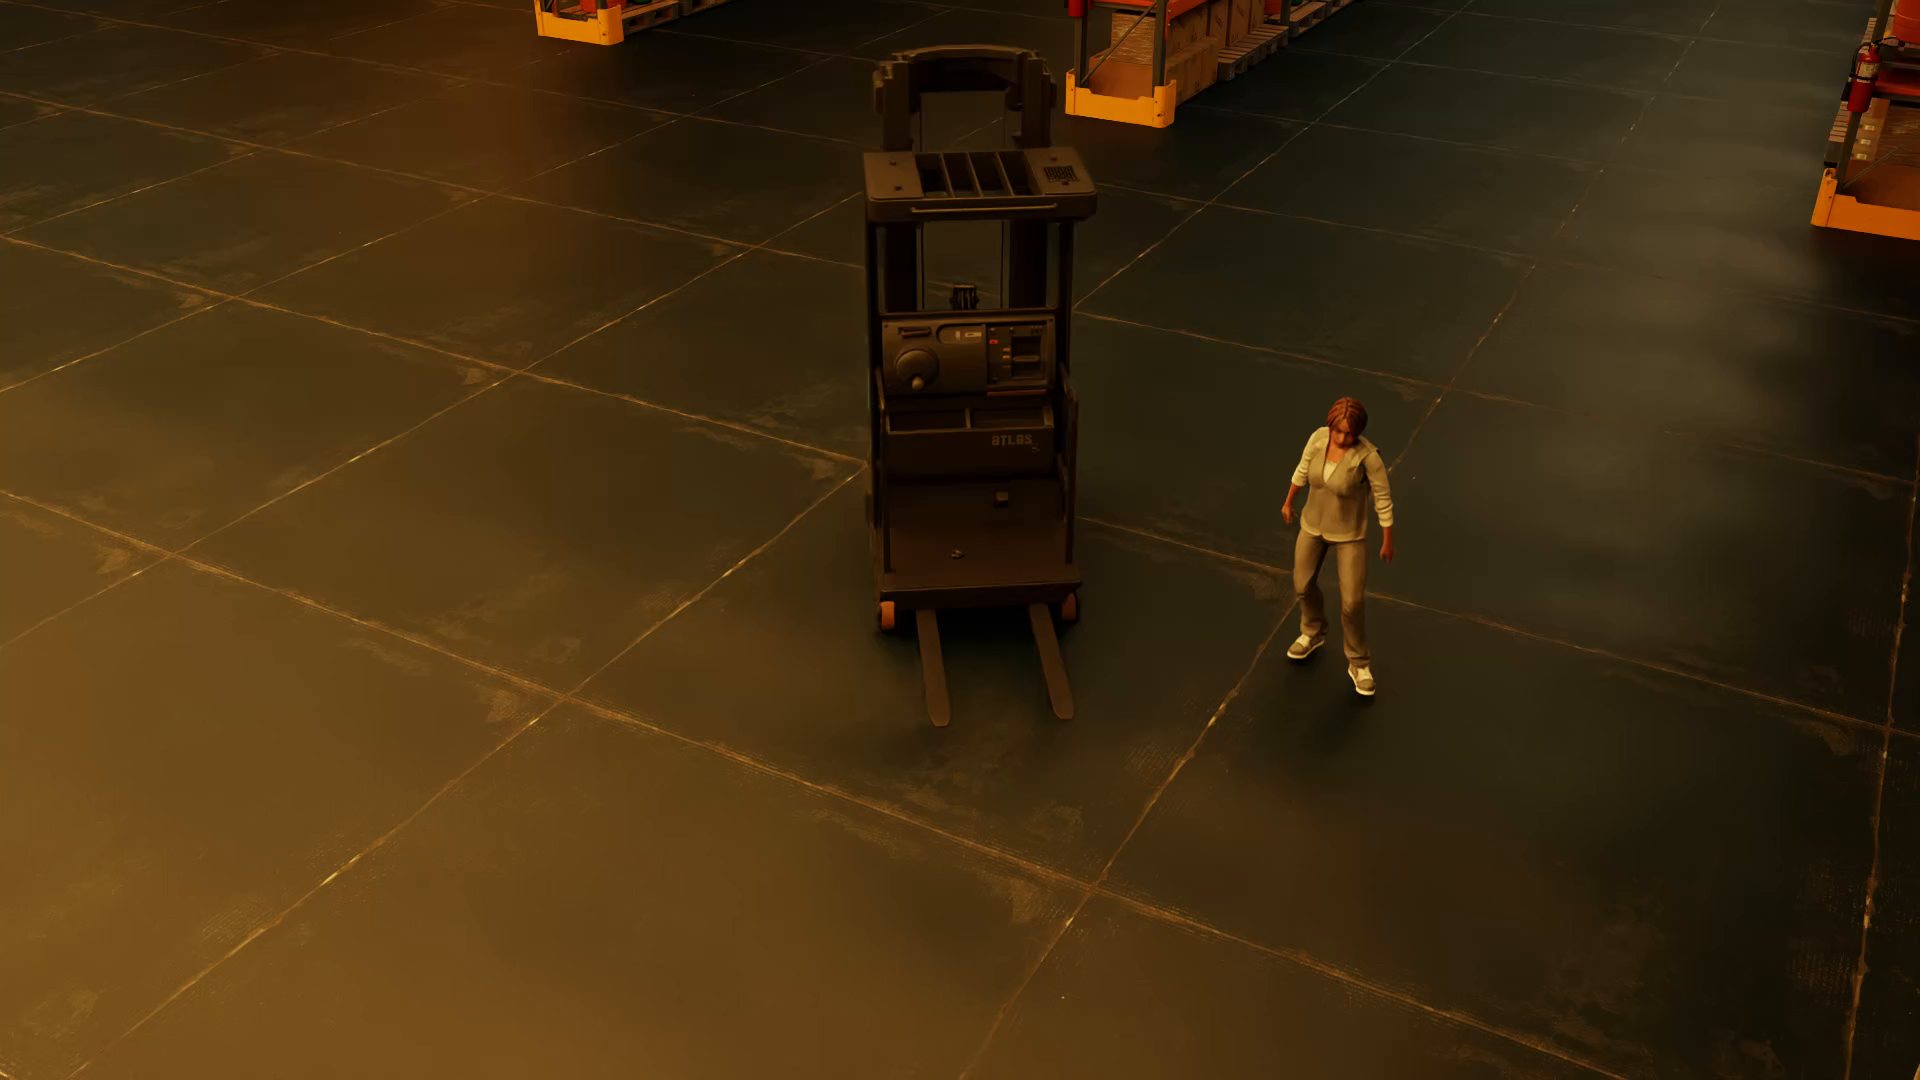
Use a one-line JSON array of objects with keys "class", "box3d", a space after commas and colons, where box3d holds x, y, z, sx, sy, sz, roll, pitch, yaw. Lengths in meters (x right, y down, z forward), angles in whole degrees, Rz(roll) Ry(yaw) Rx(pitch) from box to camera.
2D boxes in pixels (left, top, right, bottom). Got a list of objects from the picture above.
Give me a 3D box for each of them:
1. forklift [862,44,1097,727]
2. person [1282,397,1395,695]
[{"class": "forklift", "box3d": [0.072, -0.948, 8.713, 1.130, 2.935, 3.031, -3, 30, -5]}, {"class": "person", "box3d": [1.919, -0.025, 8.421, 0.726, 1.561, 0.385, 23, 37, 34]}]
